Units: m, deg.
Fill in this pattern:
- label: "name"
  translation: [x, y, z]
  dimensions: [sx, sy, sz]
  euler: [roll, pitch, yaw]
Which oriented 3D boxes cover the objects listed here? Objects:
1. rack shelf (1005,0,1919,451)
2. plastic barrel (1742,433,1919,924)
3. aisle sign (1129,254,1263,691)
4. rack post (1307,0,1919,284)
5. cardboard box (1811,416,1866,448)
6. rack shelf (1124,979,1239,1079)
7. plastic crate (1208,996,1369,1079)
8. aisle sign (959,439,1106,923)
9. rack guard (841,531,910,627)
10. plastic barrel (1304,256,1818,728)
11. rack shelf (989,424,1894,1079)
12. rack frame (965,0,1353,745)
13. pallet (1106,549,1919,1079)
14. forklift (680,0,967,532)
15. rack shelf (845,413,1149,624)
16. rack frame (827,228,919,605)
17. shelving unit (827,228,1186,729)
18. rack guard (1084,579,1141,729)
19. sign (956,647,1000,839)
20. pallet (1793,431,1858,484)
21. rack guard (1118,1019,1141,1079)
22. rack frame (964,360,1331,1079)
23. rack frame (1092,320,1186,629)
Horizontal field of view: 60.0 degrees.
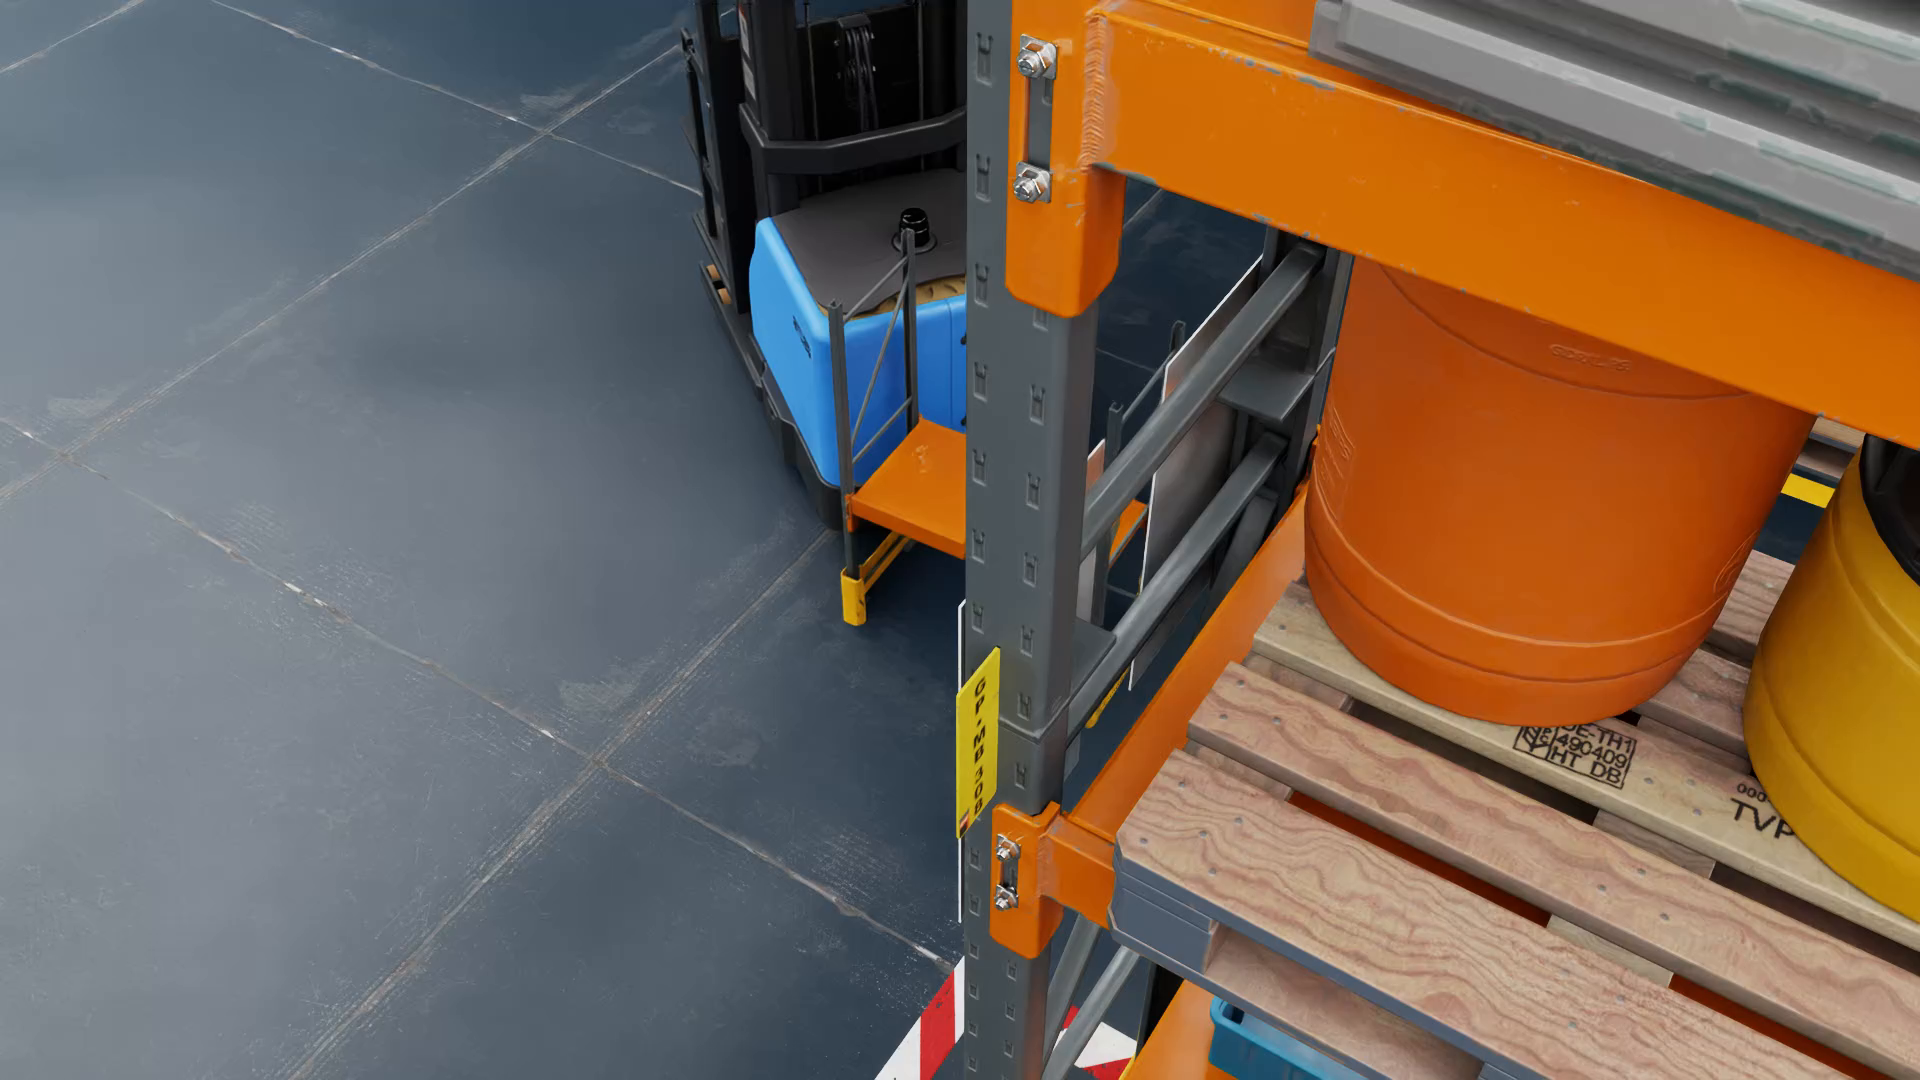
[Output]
- label: "rack shelf"
  translation: [2.008, 0.076, 1.182]
  dimensions: [4.000, 0.370, 1.077]
  euler: [25, 51, 22]
- label: "plastic barrel"
  translation: [1.353, 0.109, 2.037]
  dimensions: [0.600, 0.588, 0.600]
  euler: [0, 46, 0]
- label: "aisle sign"
  translation: [0.424, -0.111, 2.954]
  dimensions: [0.004, 0.787, 0.394]
  euler: [25, 51, 22]
- label: "rack post"
  translation: [0.892, -0.545, 1.354]
  dimensions: [0.954, 0.300, 0.937]
  euler: [30, 53, 26]
- label: "cardboard box"
  translation: [3.756, -0.642, 6.906]
  dimensions: [0.500, 0.250, 0.500]
  euler: [25, 51, 22]
- label: "rack shelf"
  translation: [2.008, 2.027, 3.190]
  dimensions: [4.000, 0.370, 1.077]
  euler: [25, 51, 22]
- label: "plastic crate"
  translation: [0.908, 1.067, 3.725]
  dimensions: [0.616, 0.251, 0.499]
  euler: [25, 51, 22]
- label: "aisle sign"
  translation: [0.106, 0.245, 2.608]
  dimensions: [0.004, 0.787, 0.394]
  euler: [25, 51, 22]
- label: "rack guard"
  translation: [-0.277, 0.056, 6.522]
  dimensions: [0.087, 0.250, 0.587]
  euler: [22, 50, 20]
- label: "plastic barrel"
  translation: [0.802, -0.228, 2.196]
  dimensions: [0.708, 0.830, 0.600]
  euler: [25, 51, 22]
- label: "rack shelf"
  translation: [2.008, 0.982, 2.115]
  dimensions: [4.000, 0.370, 1.077]
  euler: [25, 51, 22]
- label: "rack frame"
  translation: [0.325, -1.089, 1.533]
  dimensions: [0.127, 3.000, 1.000]
  euler: [25, 51, 22]
- label: "pallet"
  translation: [0.968, 0.402, 2.308]
  dimensions: [1.213, 0.211, 1.003]
  euler: [25, 51, 22]
- label: "forklift"
  translation: [-0.577, -2.128, 6.774]
  dimensions: [1.130, 2.935, 3.031]
  euler: [-16, 48, -15]
- label: "rack shelf"
  translation: [0.147, -0.080, 6.033]
  dimensions: [1.000, 0.185, 0.538]
  euler: [22, 50, 20]
- label: "rack frame"
  translation: [-0.293, -0.387, 6.080]
  dimensions: [0.032, 1.500, 0.500]
  euler: [22, 50, 20]
- label: "shelving unit"
  translation: [0.155, -0.202, 5.900]
  dimensions: [1.083, 1.500, 0.587]
  euler: [22, 50, 20]
- label: "rack guard"
  translation: [0.587, 0.412, 6.176]
  dimensions: [0.087, 0.250, 0.587]
  euler: [22, 50, 20]
- label: "sign"
  translation: [0.024, 0.284, 2.285]
  dimensions: [0.005, 0.325, 0.100]
  euler: [25, 51, 22]
- label: "pallet"
  translation: [3.668, -0.744, 7.326]
  dimensions: [1.213, 0.211, 1.003]
  euler: [25, 51, 22]
- label: "rack guard"
  translation: [0.414, 1.874, 4.580]
  dimensions: [0.348, 0.500, 1.175]
  euler: [25, 51, 22]
- label: "rack frame"
  translation: [0.325, 1.002, 3.685]
  dimensions: [0.127, 3.000, 1.000]
  euler: [25, 51, 22]
- label: "rack frame"
  translation: [0.588, -0.024, 5.727]
  dimensions: [0.032, 1.500, 0.500]
  euler: [22, 50, 20]
